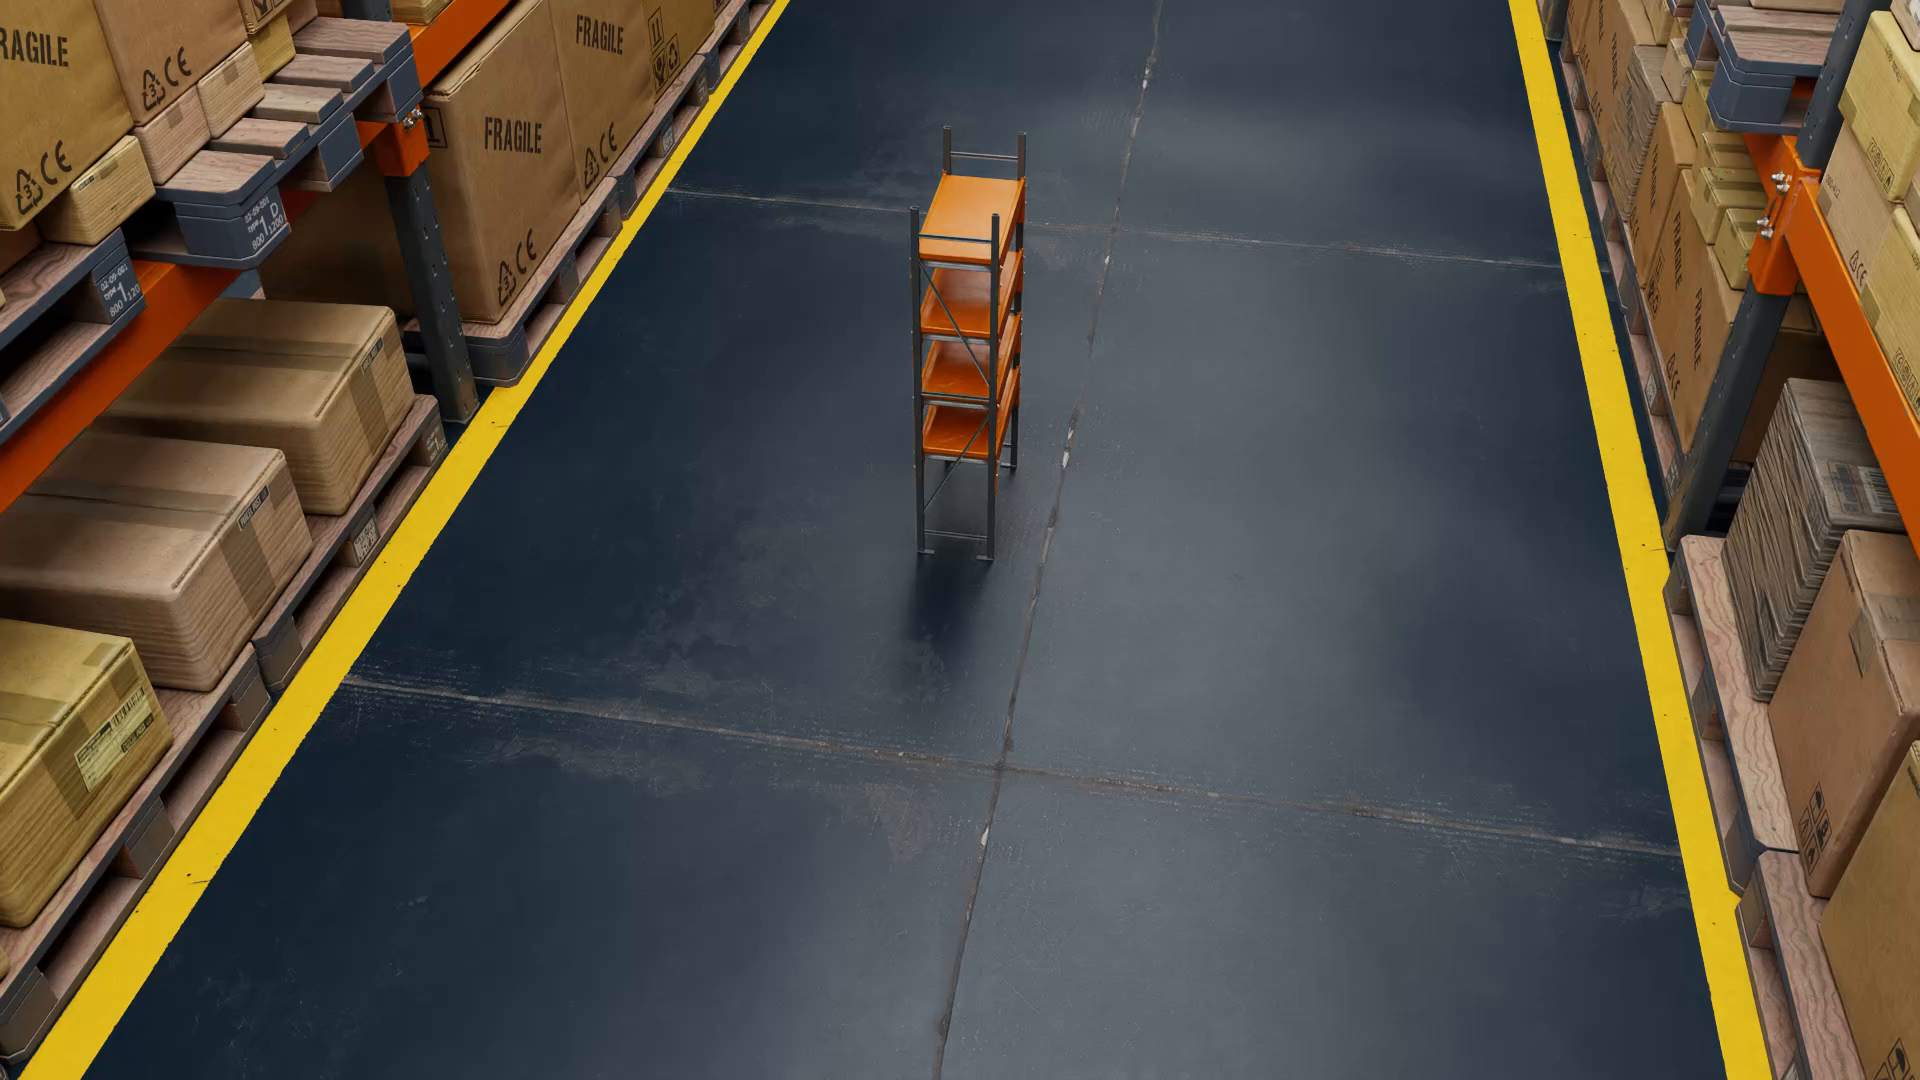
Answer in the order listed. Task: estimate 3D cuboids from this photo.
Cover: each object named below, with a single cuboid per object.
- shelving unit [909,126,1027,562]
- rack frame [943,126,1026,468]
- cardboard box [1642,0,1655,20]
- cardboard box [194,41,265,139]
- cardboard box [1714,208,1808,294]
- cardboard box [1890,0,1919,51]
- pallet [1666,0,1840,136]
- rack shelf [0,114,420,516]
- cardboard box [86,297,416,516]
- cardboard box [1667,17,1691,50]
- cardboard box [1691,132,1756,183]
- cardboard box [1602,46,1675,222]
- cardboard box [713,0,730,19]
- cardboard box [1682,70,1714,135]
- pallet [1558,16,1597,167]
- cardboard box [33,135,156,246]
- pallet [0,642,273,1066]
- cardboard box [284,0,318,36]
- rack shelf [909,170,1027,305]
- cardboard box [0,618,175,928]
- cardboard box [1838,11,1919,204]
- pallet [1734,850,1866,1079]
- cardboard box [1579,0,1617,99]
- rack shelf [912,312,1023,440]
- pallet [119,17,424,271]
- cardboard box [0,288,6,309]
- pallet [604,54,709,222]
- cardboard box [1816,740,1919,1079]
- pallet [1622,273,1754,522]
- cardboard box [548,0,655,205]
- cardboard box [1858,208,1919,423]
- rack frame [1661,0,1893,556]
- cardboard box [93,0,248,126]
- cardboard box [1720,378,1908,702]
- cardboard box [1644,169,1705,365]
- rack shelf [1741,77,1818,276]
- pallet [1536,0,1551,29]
[{"bbox_3d":[0.029,-0.566,4.993,0.258,1.200,0.503,6,40,8],"label":"shelving unit"},{"bbox_3d":[0.071,-0.719,5.179,0.240,1.200,0.015,6,40,8],"label":"rack frame"},{"bbox_3d":[2.960,-2.186,6.663,0.380,0.149,0.250,6,40,8],"label":"cardboard box"},{"bbox_3d":[-1.979,-1.133,4.134,0.380,0.149,0.250,6,40,7],"label":"cardboard box"},{"bbox_3d":[2.546,-0.880,5.083,0.380,0.149,0.250,5,40,5],"label":"cardboard box"},{"bbox_3d":[2.365,-1.215,3.778,0.380,0.149,0.250,8,40,9],"label":"cardboard box"},{"bbox_3d":[2.759,-1.453,4.804,1.213,0.211,1.003,6,40,8],"label":"pallet"},{"bbox_3d":[-2.525,-0.106,3.589,1.077,0.370,4.000,6,40,8],"label":"rack shelf"},{"bbox_3d":[-2.287,-0.434,5.154,0.950,0.372,0.625,4,40,5],"label":"cardboard box"},{"bbox_3d":[2.896,-1.858,6.266,0.380,0.149,0.250,7,40,8],"label":"cardboard box"},{"bbox_3d":[2.652,-1.215,5.489,0.380,0.149,0.250,5,40,6],"label":"cardboard box"},{"bbox_3d":[2.828,-1.551,6.404,0.500,0.500,0.500,5,40,6],"label":"cardboard box"},{"bbox_3d":[-1.515,-3.094,7.976,0.875,0.875,0.875,8,40,9],"label":"cardboard box"},{"bbox_3d":[2.785,-1.532,5.873,0.380,0.149,0.250,6,40,7],"label":"cardboard box"},{"bbox_3d":[3.299,-2.015,7.521,1.003,0.211,1.213,6,40,8],"label":"pallet"},{"bbox_3d":[-2.064,-0.801,3.733,0.380,0.149,0.250,7,40,8],"label":"cardboard box"},{"bbox_3d":[-2.529,0.690,4.250,1.003,0.211,1.213,6,40,8],"label":"pallet"},{"bbox_3d":[-2.004,-1.472,4.544,0.380,0.149,0.250,8,40,9],"label":"cardboard box"},{"bbox_3d":[0.029,-0.869,4.743,0.258,0.148,0.480,6,40,8],"label":"rack shelf"},{"bbox_3d":[-2.543,0.505,4.018,0.950,0.372,0.625,8,40,9],"label":"cardboard box"},{"bbox_3d":[2.368,-0.980,3.806,0.500,0.250,0.500,6,40,8],"label":"cardboard box"},{"bbox_3d":[2.316,1.257,3.564,1.003,0.211,1.213,6,40,8],"label":"pallet"},{"bbox_3d":[3.015,-2.189,7.175,0.500,0.500,0.500,6,40,7],"label":"cardboard box"},{"bbox_3d":[0.029,-0.514,5.036,0.258,0.148,0.480,6,40,8],"label":"rack shelf"},{"bbox_3d":[-2.197,-1.106,4.384,1.213,0.211,1.003,6,40,8],"label":"pallet"},{"bbox_3d":[-2.194,-0.491,3.357,0.380,0.149,0.250,5,40,6],"label":"cardboard box"},{"bbox_3d":[-1.755,-1.814,7.278,1.003,0.211,1.213,6,40,8],"label":"pallet"},{"bbox_3d":[2.367,0.883,3.362,0.875,0.625,0.625,5,40,6],"label":"cardboard box"},{"bbox_3d":[2.877,-0.483,5.669,1.003,0.211,1.213,6,40,8],"label":"pallet"},{"bbox_3d":[-1.819,-1.965,6.611,0.875,0.875,0.875,7,40,8],"label":"cardboard box"},{"bbox_3d":[2.301,-0.469,3.581,0.500,0.250,0.500,6,40,7],"label":"cardboard box"},{"bbox_3d":[2.710,-1.094,4.219,1.000,3.000,0.127,6,40,8],"label":"rack frame"},{"bbox_3d":[-2.063,-1.312,3.842,0.500,0.500,0.500,6,40,7],"label":"cardboard box"},{"bbox_3d":[2.589,0.050,4.370,0.875,0.625,0.625,8,40,9],"label":"cardboard box"},{"bbox_3d":[2.669,-0.894,5.610,0.500,0.500,0.500,6,40,7],"label":"cardboard box"},{"bbox_3d":[3.057,-2.072,5.966,1.077,0.370,4.000,6,40,8],"label":"rack shelf"},{"bbox_3d":[3.522,-2.960,8.665,1.003,0.211,1.213,6,40,8],"label":"pallet"}]
